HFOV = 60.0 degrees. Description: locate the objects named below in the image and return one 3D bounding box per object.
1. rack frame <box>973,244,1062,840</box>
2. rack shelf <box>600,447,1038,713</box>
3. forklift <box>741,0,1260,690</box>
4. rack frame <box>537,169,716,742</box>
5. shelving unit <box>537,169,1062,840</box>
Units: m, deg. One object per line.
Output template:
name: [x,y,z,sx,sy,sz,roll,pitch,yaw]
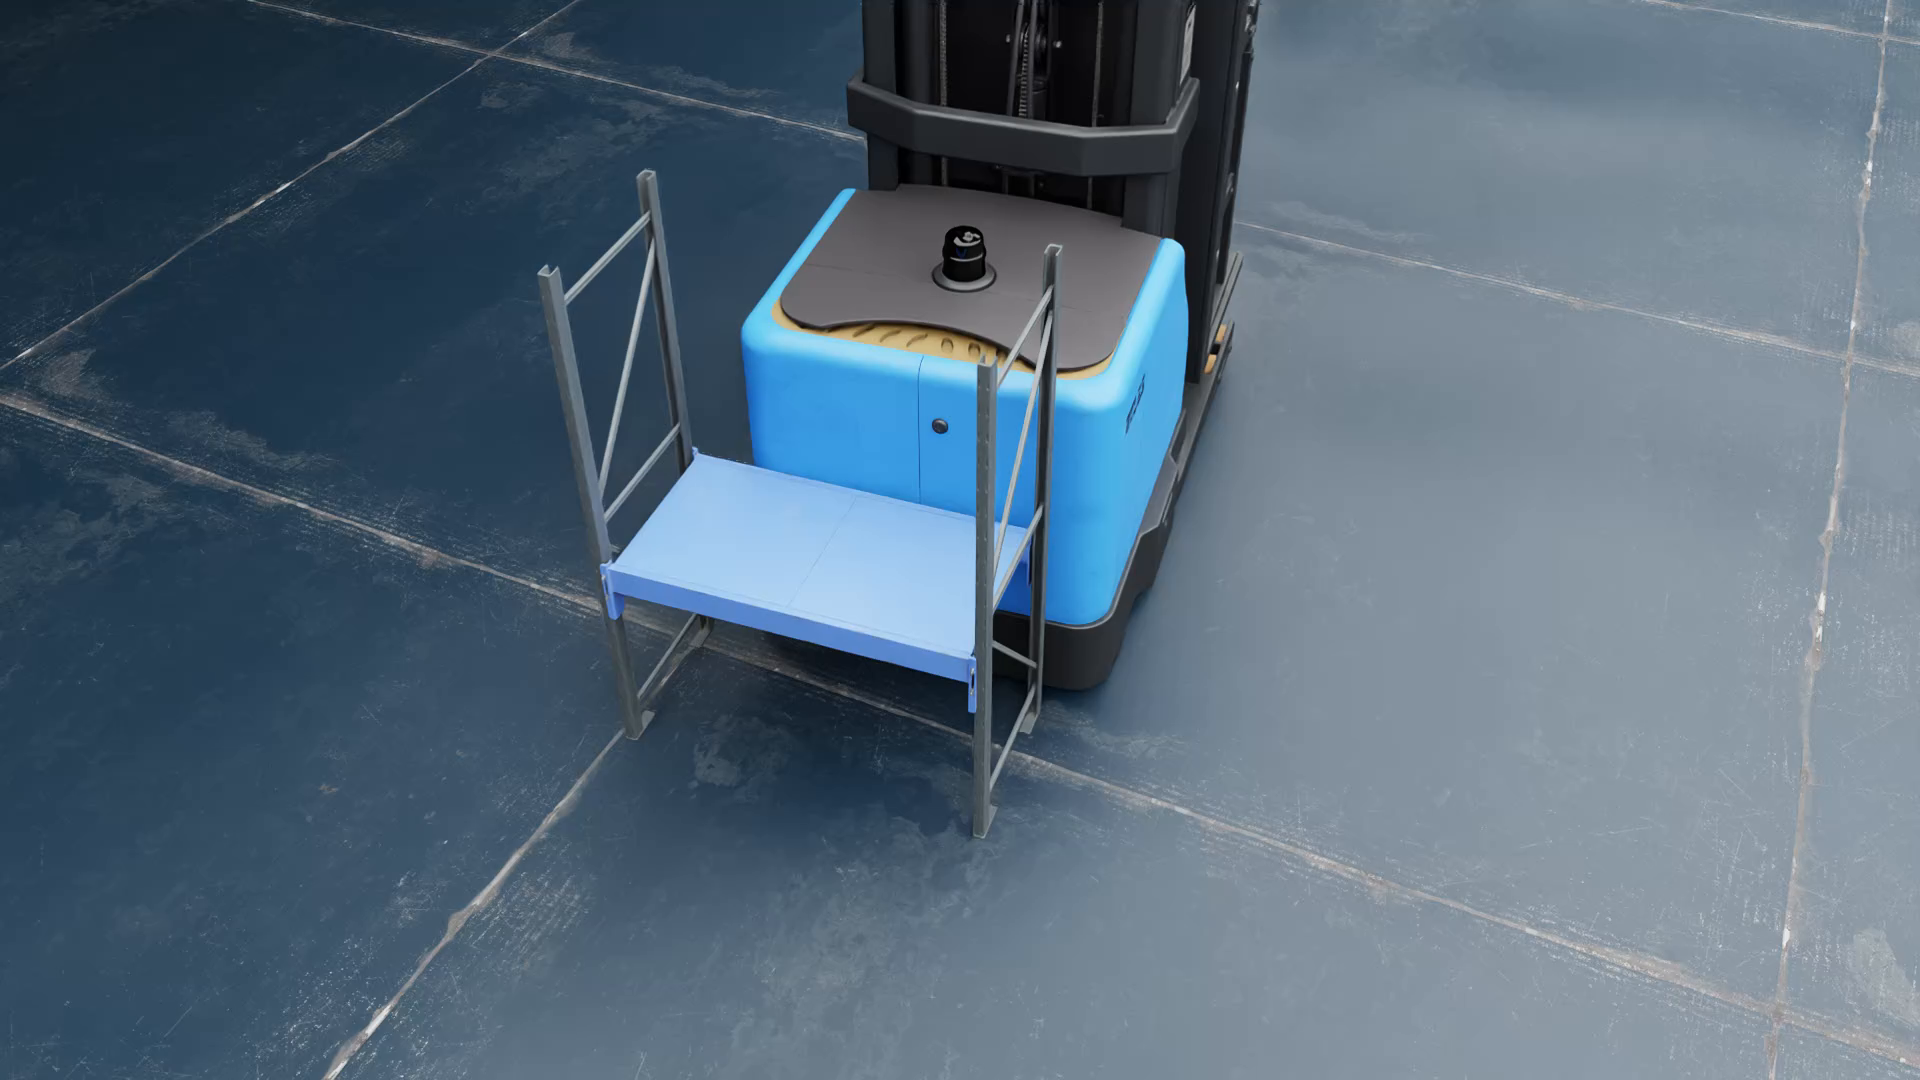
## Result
rack frame: [0.132,0.060,4.036,0.032,1.500,0.500,13,43,15]
rack shelf: [-0.347,0.084,4.283,1.000,0.185,0.538,13,43,15]
forklift: [0.345,-1.663,4.931,1.130,2.935,3.031,12,42,13]
rack frame: [-0.826,-0.164,4.294,0.032,1.500,0.500,13,43,15]
shelving unit: [-0.347,-0.052,4.165,1.048,1.500,0.538,13,43,15]
